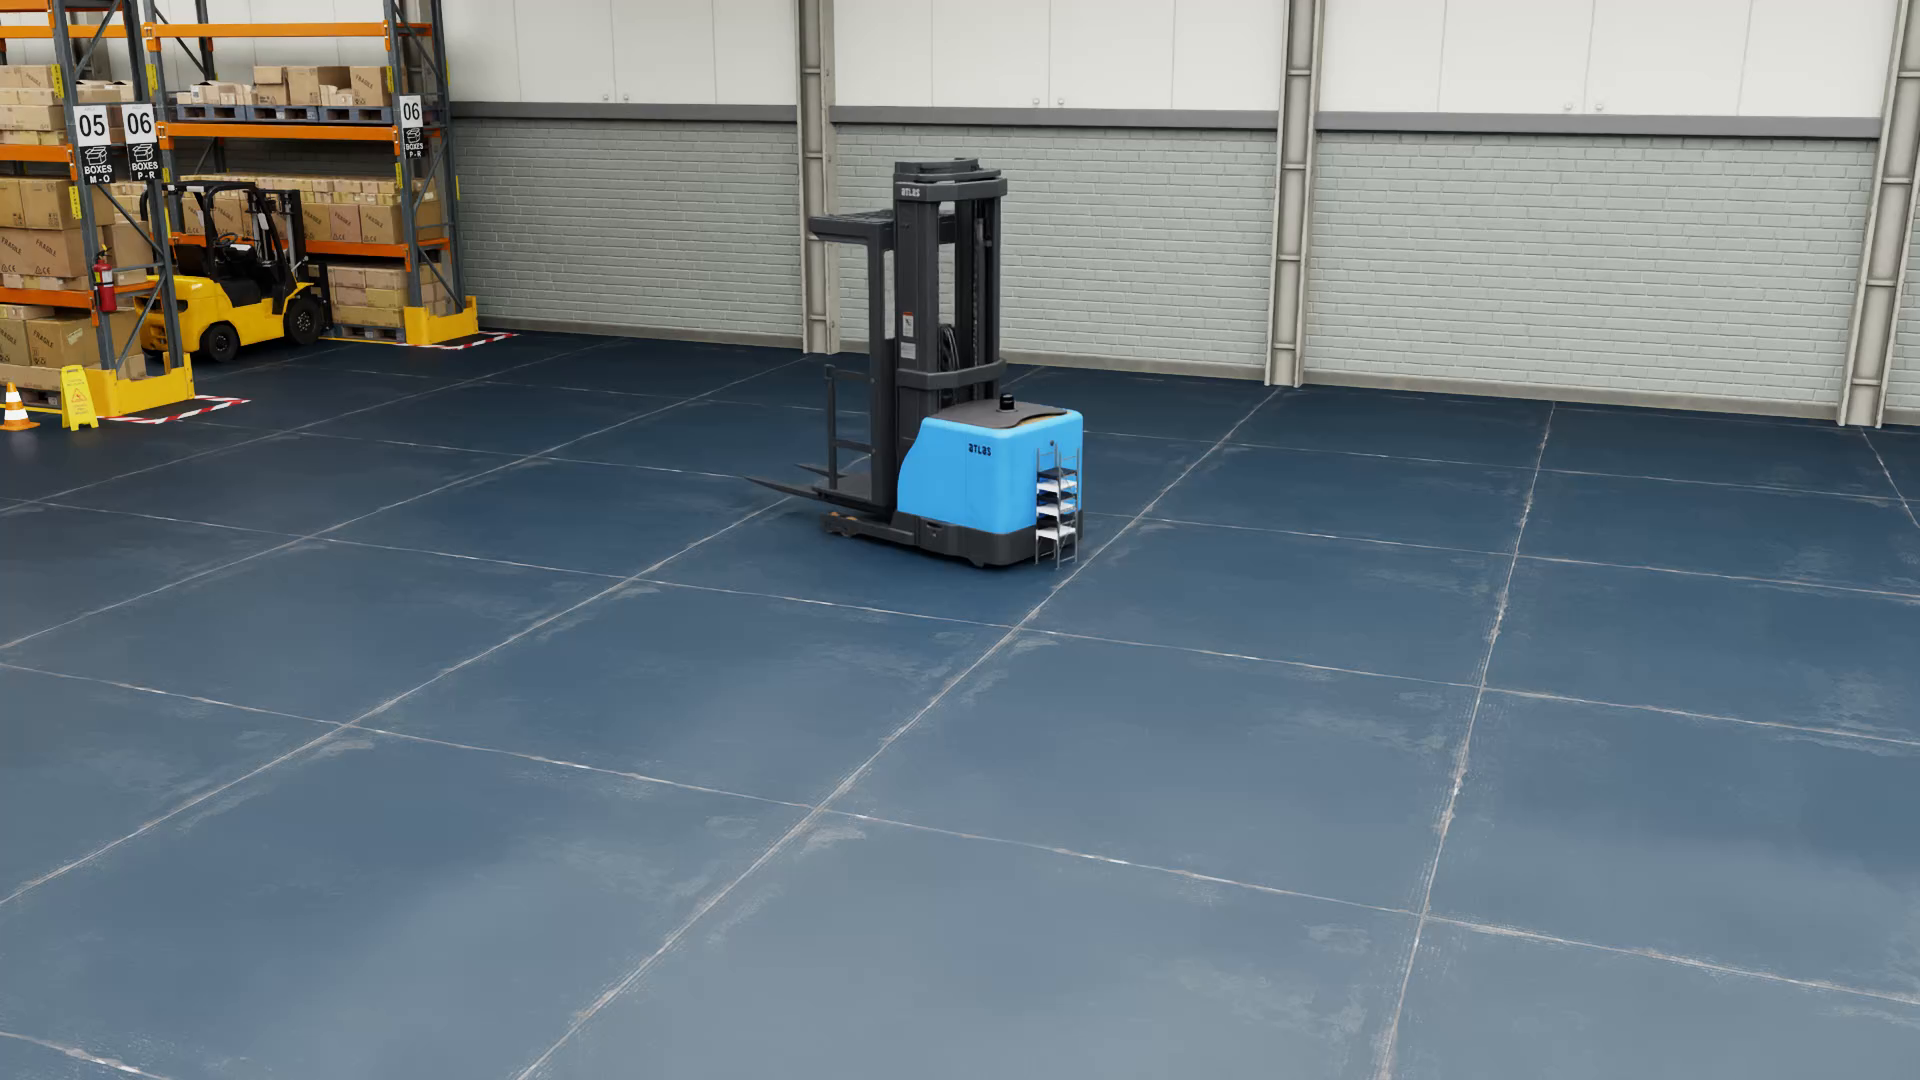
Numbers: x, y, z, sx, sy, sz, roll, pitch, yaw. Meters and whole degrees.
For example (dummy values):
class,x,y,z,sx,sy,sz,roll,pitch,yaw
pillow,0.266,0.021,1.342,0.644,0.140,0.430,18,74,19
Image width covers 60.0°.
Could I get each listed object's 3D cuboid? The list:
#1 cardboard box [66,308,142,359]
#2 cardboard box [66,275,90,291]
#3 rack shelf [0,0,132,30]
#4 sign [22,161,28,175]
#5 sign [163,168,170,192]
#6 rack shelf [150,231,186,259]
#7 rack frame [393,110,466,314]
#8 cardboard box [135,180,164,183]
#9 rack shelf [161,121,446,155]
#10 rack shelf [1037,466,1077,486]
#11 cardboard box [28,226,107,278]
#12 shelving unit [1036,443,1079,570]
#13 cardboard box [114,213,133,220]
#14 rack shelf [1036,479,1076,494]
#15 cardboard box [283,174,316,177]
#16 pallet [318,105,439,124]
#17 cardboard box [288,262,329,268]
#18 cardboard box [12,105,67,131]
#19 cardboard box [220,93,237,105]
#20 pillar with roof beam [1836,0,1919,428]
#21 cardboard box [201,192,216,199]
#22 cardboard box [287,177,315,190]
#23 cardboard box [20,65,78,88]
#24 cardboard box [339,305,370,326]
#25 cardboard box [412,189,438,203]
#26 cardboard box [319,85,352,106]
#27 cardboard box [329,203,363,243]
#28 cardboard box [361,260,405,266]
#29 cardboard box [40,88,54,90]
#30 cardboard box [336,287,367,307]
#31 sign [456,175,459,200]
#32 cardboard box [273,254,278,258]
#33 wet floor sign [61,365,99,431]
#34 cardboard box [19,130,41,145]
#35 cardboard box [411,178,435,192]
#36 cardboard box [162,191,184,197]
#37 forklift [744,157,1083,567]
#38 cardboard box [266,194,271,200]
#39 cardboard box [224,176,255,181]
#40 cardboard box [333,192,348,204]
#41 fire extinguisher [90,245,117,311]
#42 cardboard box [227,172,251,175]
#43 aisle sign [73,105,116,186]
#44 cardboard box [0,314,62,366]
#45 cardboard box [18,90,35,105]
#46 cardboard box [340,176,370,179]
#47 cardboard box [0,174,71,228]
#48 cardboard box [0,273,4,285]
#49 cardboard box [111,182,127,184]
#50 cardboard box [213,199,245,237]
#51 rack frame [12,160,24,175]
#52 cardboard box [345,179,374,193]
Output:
class,x,y,z,sx,sy,sz,roll,pitch,yaw
cardboard box,-9.544,-2.300,18.550,0.500,0.500,0.500,6,17,19
cardboard box,-9.299,-2.764,17.766,0.250,0.149,0.380,7,18,22
rack shelf,-10.734,-5.641,17.760,4.000,0.370,1.077,6,17,21
sign,-14.297,-5.709,25.381,0.005,0.325,0.100,6,17,21
sign,-10.966,-4.975,22.997,0.005,0.325,0.100,6,17,21
rack shelf,-12.637,-4.458,24.441,4.000,0.370,1.077,6,17,21
rack frame,-7.055,-4.190,22.226,0.127,3.000,1.000,6,17,21
cardboard box,-11.732,-5.138,24.149,0.250,0.149,0.380,6,17,20
rack shelf,-8.916,-5.490,22.613,4.000,0.370,1.077,6,17,21
rack shelf,0.726,-0.477,12.352,0.200,0.077,0.258,14,21,39
cardboard box,-9.479,-3.077,17.680,0.500,0.500,0.500,6,17,20
shelving unit,0.726,-0.249,12.418,0.210,0.900,0.258,14,21,39
cardboard box,-11.811,-4.561,23.773,0.500,0.250,0.500,6,17,20
rack shelf,0.726,-0.390,12.377,0.200,0.077,0.258,14,21,39
cardboard box,-9.189,-5.008,23.167,0.250,0.149,0.380,6,17,20
pallet,-7.704,-5.667,22.093,1.213,0.211,1.003,6,17,21
cardboard box,-9.017,-3.671,22.824,0.500,0.250,0.500,6,17,20
cardboard box,-9.448,-4.396,17.291,0.500,0.250,0.500,6,17,20
cardboard box,-9.755,-5.965,22.480,0.250,0.149,0.380,7,18,22
pillar with roof beam,7.793,-4.418,12.252,0.400,9.000,9.100,6,17,21
cardboard box,-10.335,-4.832,23.094,0.250,0.149,0.380,7,17,22
cardboard box,-8.895,-4.830,22.554,0.250,0.149,0.380,7,17,21
cardboard box,-12.966,-6.505,23.709,0.500,0.500,0.500,7,17,22
cardboard box,-8.067,-3.091,22.618,0.500,0.250,0.500,6,17,21
cardboard box,-7.276,-4.652,22.473,0.250,0.149,0.380,6,17,19
cardboard box,-8.173,-5.848,21.864,0.258,0.266,0.396,6,17,21
cardboard box,-8.089,-4.276,22.342,0.500,0.500,0.500,7,18,22
cardboard box,-7.899,-3.700,22.923,0.500,0.250,0.500,6,17,21
cardboard box,-9.785,-4.803,17.976,0.250,0.149,0.380,6,17,20
cardboard box,-8.085,-3.334,22.560,0.500,0.250,0.500,6,17,20
sign,-6.846,-4.787,22.588,0.005,0.325,0.100,6,17,21
cardboard box,-9.771,-3.912,23.656,0.500,0.250,0.500,6,17,20
wet floor sign,-9.089,-1.475,17.096,0.232,0.644,0.267,14,21,40
cardboard box,-9.551,-4.203,17.342,0.250,0.149,0.380,6,17,21
cardboard box,-7.289,-4.782,22.390,0.250,0.149,0.380,6,17,20
cardboard box,-11.176,-4.936,23.453,0.250,0.149,0.380,7,18,23
forklift,-0.489,-1.526,13.172,3.031,2.935,1.130,14,21,39
cardboard box,-9.396,-4.719,22.707,0.250,0.149,0.380,6,17,19
cardboard box,-9.870,-4.912,22.837,0.250,0.149,0.380,7,17,22
cardboard box,-8.175,-4.601,22.301,0.250,0.149,0.380,6,17,20
fire extinguisher,-8.936,-2.734,17.349,0.183,0.674,0.296,6,17,21
cardboard box,-10.150,-5.111,23.522,0.250,0.149,0.380,6,17,19
aisle sign,-8.922,-4.069,17.147,0.004,0.787,0.394,6,17,21
cardboard box,-10.201,-2.210,18.241,0.500,0.500,0.500,7,18,23
cardboard box,-9.522,-4.599,17.277,0.250,0.149,0.380,7,17,22
cardboard box,-8.250,-4.891,22.763,0.250,0.149,0.380,7,18,22
cardboard box,-9.896,-3.623,17.766,0.500,0.500,0.700,6,17,21
cardboard box,-10.244,-2.874,18.145,0.250,0.149,0.380,7,17,21
cardboard box,-12.145,-5.032,23.784,0.250,0.149,0.380,6,17,19
cardboard box,-9.969,-4.485,23.064,0.500,0.500,0.500,7,17,22
rack frame,-14.497,-5.008,25.045,0.127,3.000,1.000,6,17,21
cardboard box,-7.960,-4.711,22.146,0.250,0.149,0.380,7,17,22
